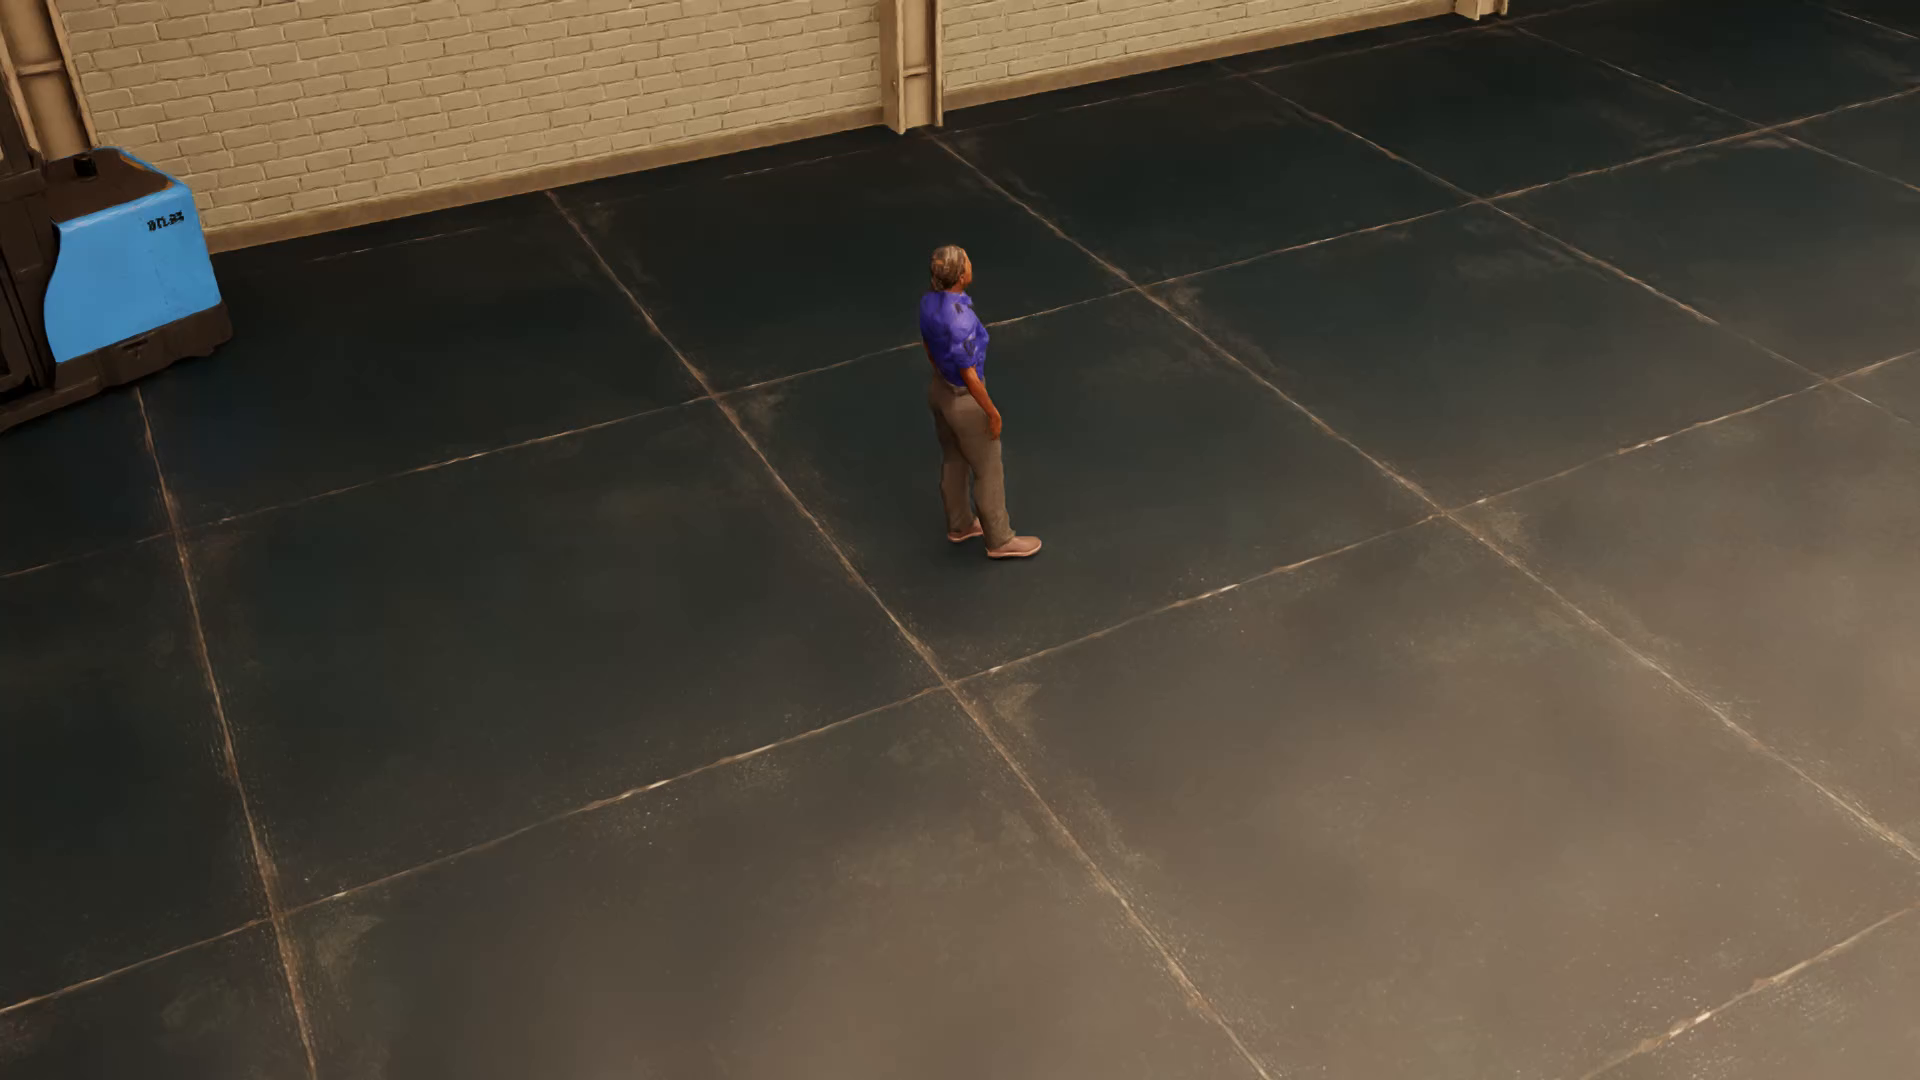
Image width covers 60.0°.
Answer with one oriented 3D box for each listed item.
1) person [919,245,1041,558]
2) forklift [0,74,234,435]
[{"bbox_3d":[0.087,-0.695,8.200,0.503,1.654,0.570,-17,39,-23],"label":"person"},{"bbox_3d":[-5.872,-1.957,8.892,1.130,2.935,3.031,27,44,33],"label":"forklift"}]
